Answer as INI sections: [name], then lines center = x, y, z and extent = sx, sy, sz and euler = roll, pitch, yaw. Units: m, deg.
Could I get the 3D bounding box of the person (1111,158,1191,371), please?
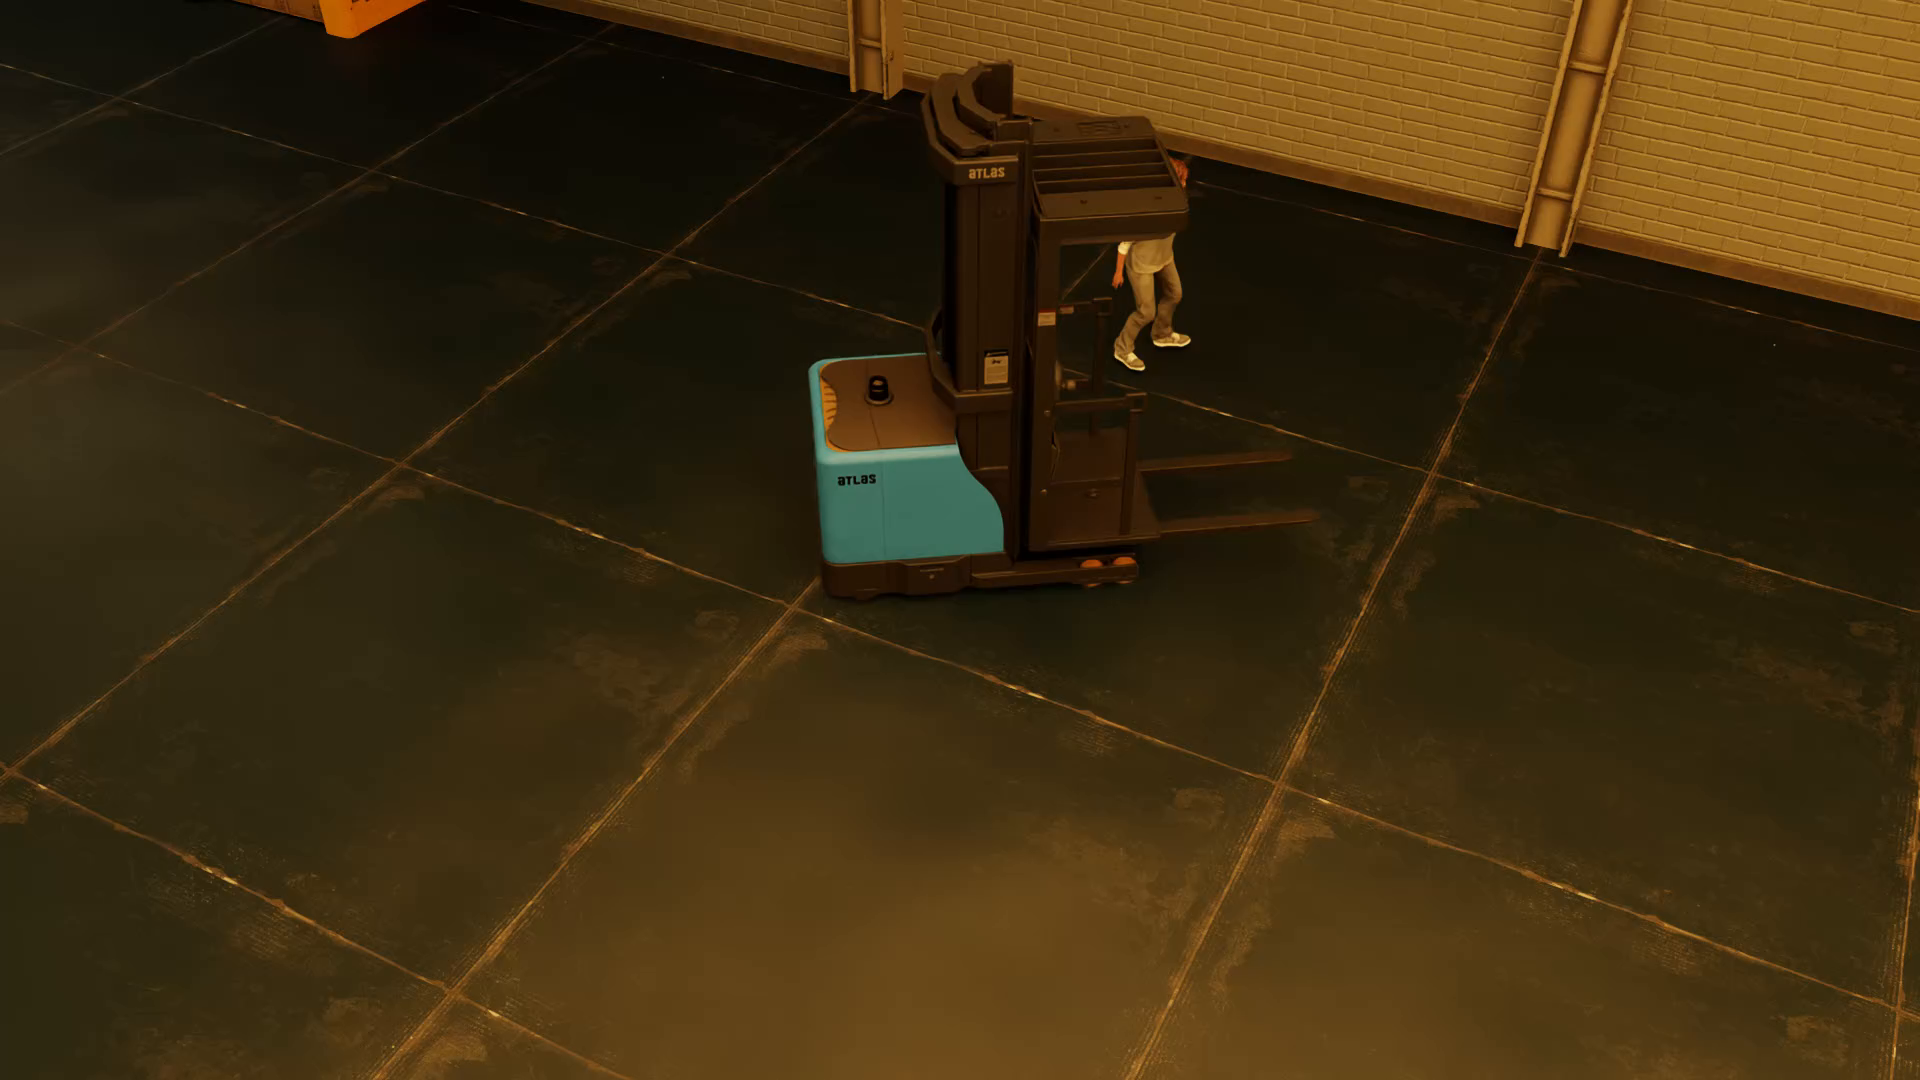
[person]
center = 1.305, -1.881, 11.233
extent = 0.385, 1.561, 0.726
euler = 27, 47, 29

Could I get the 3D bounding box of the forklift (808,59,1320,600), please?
[forklift]
center = 0.641, -1.178, 9.386
extent = 3.031, 2.935, 1.130
euler = -4, 40, -5
